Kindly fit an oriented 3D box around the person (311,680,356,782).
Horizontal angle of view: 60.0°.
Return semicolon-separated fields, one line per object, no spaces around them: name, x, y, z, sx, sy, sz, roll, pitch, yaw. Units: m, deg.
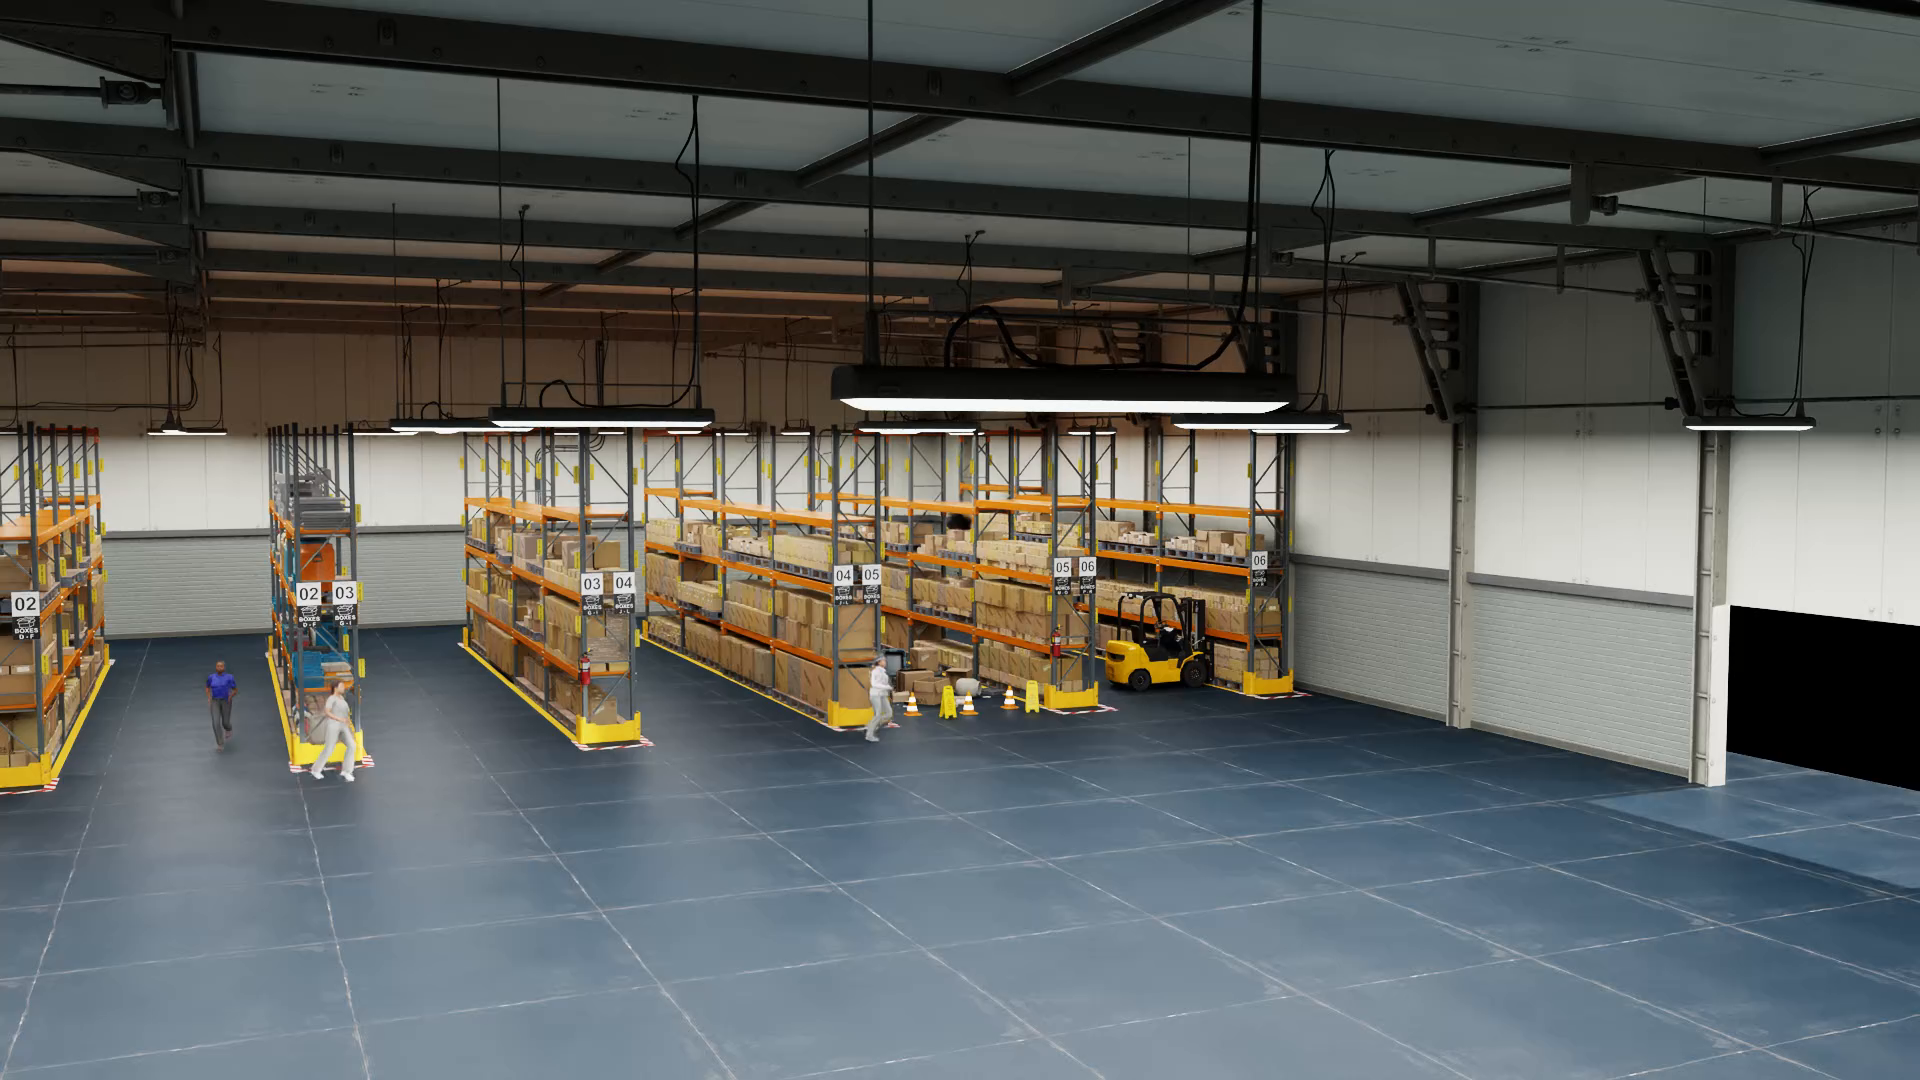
person;-10.467;3.199;27.926;0.789;1.671;0.614;1;4;14

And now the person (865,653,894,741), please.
person;-1.471;2.975;31.556;0.578;1.641;0.649;1;4;22

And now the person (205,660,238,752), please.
person;-13.660;3.044;30.736;0.578;1.646;0.758;-1;4;-15
